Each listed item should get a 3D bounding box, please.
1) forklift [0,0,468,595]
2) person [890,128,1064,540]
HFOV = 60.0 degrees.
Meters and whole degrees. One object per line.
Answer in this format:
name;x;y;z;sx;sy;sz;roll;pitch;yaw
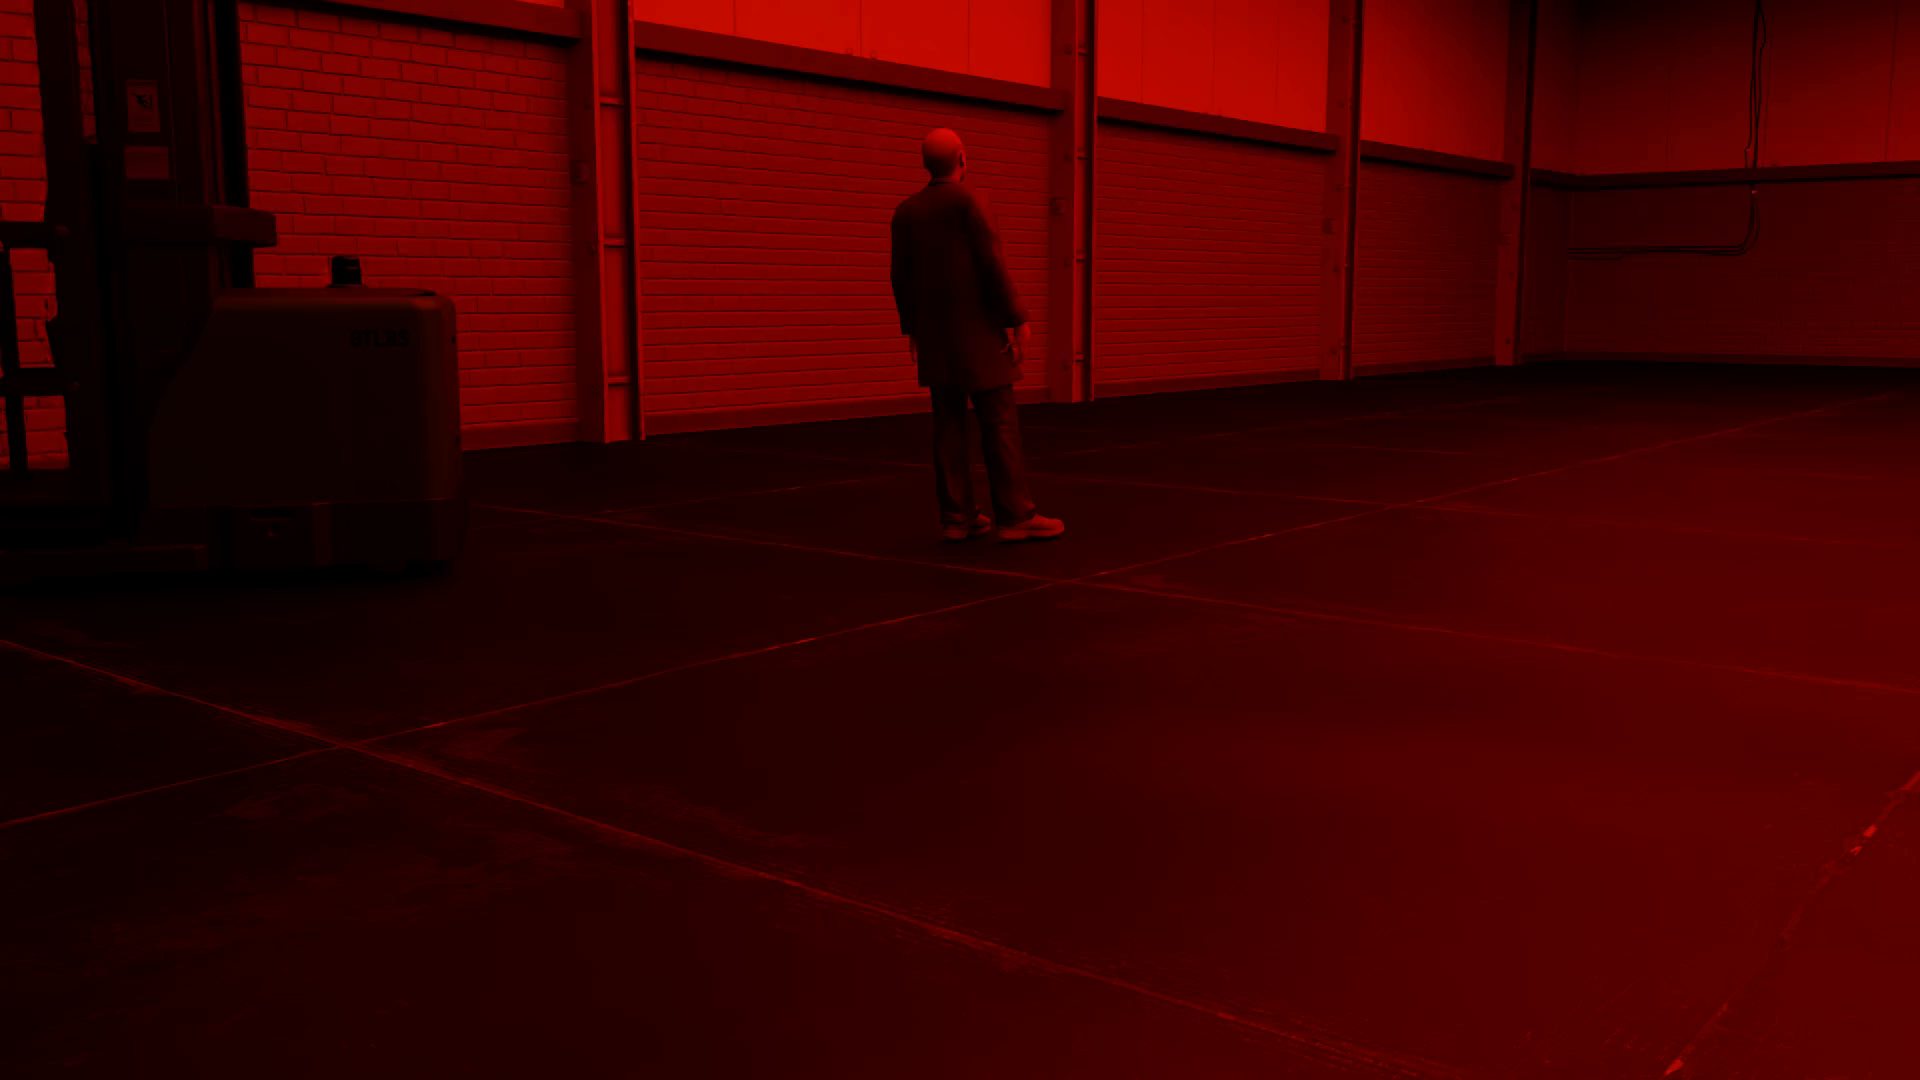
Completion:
forklift;-3.529;-1.323;6.321;3.031;2.935;1.130;-2;9;-13
person;0.061;-0.897;7.344;0.698;1.778;0.579;7;11;38
